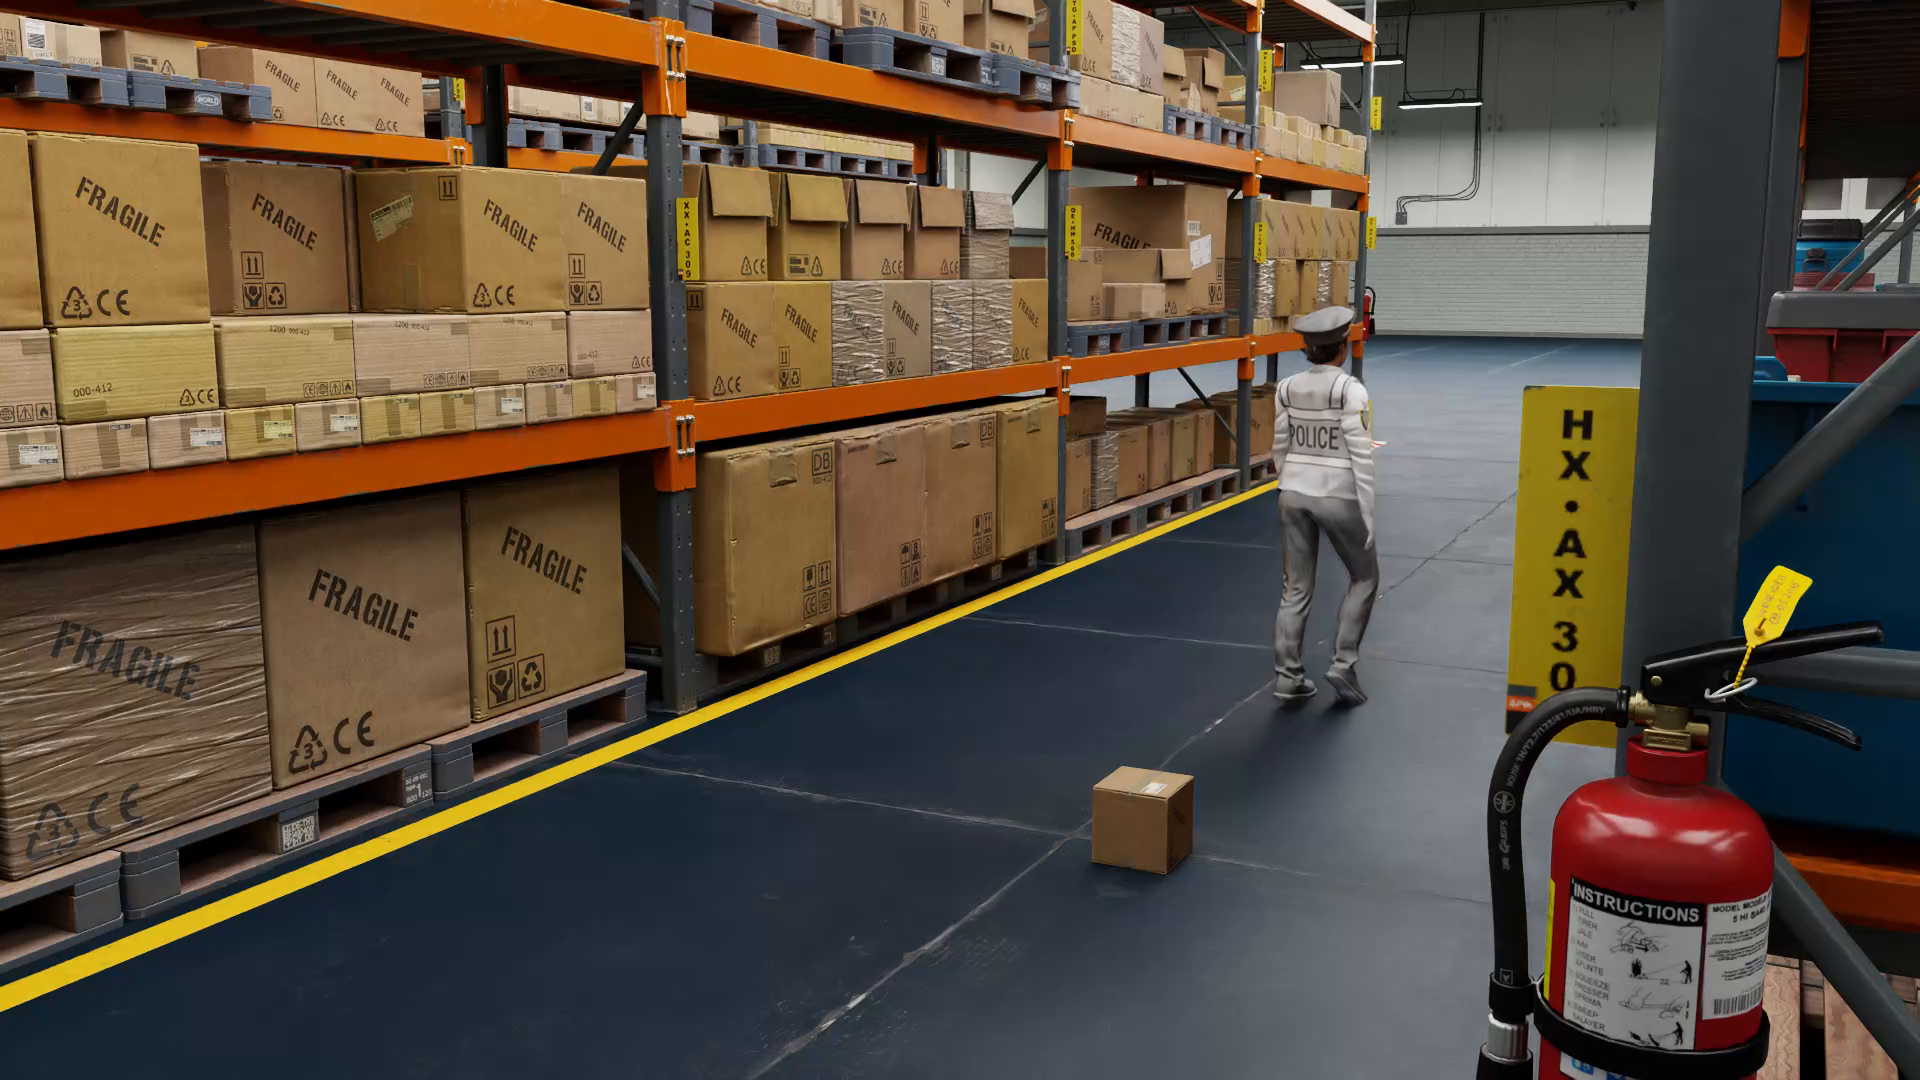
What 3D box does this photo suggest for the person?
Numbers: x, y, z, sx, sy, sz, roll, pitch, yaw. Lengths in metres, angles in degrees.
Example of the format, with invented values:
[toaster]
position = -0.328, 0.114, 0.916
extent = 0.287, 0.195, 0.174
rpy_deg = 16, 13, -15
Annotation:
[person]
position = 1.549, -0.121, 7.089
extent = 0.528, 1.739, 0.488
rpy_deg = 8, 12, 40
